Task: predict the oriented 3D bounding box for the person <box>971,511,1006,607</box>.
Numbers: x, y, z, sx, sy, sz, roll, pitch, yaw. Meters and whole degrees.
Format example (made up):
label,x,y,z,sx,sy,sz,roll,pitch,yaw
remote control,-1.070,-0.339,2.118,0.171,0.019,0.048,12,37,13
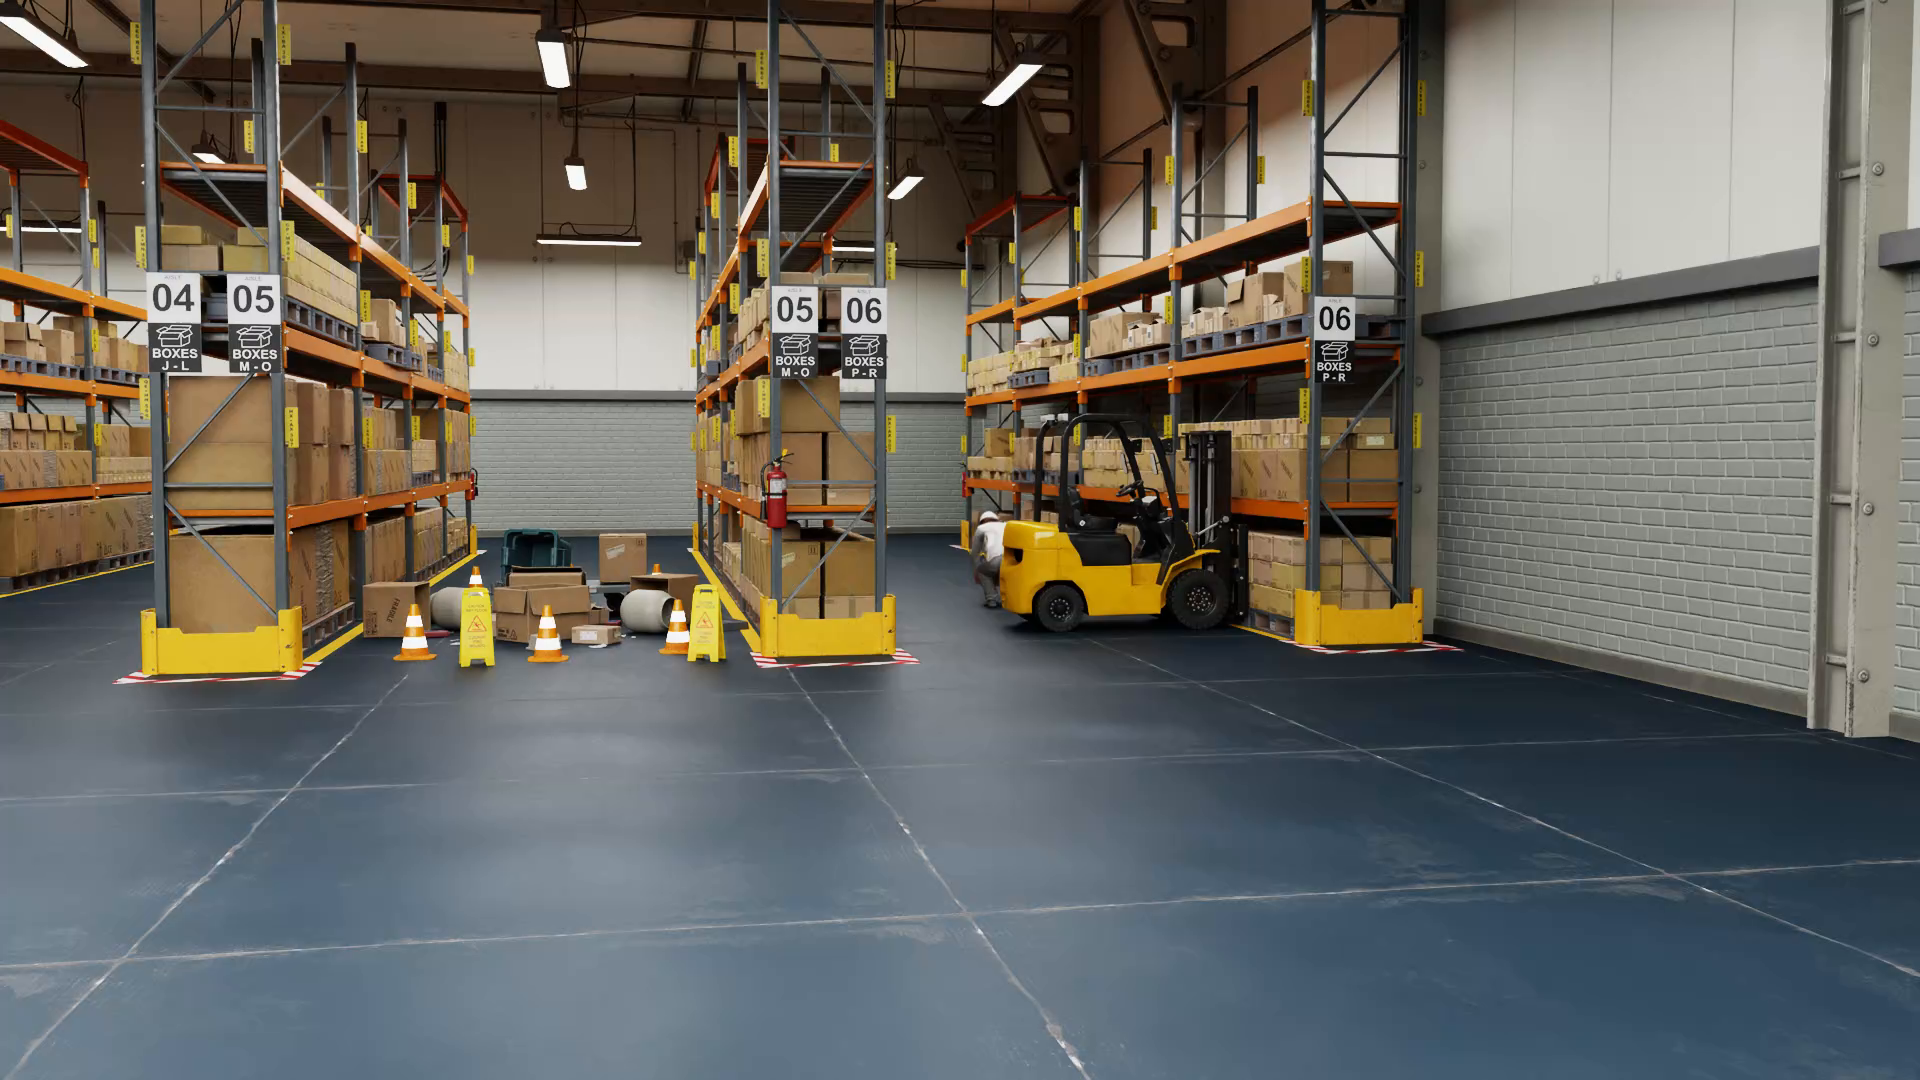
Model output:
label,x,y,z,sx,sy,sz,roll,pitch,yaw
person,0.428,0.218,19.304,0.551,1.085,0.870,-1,3,-12
